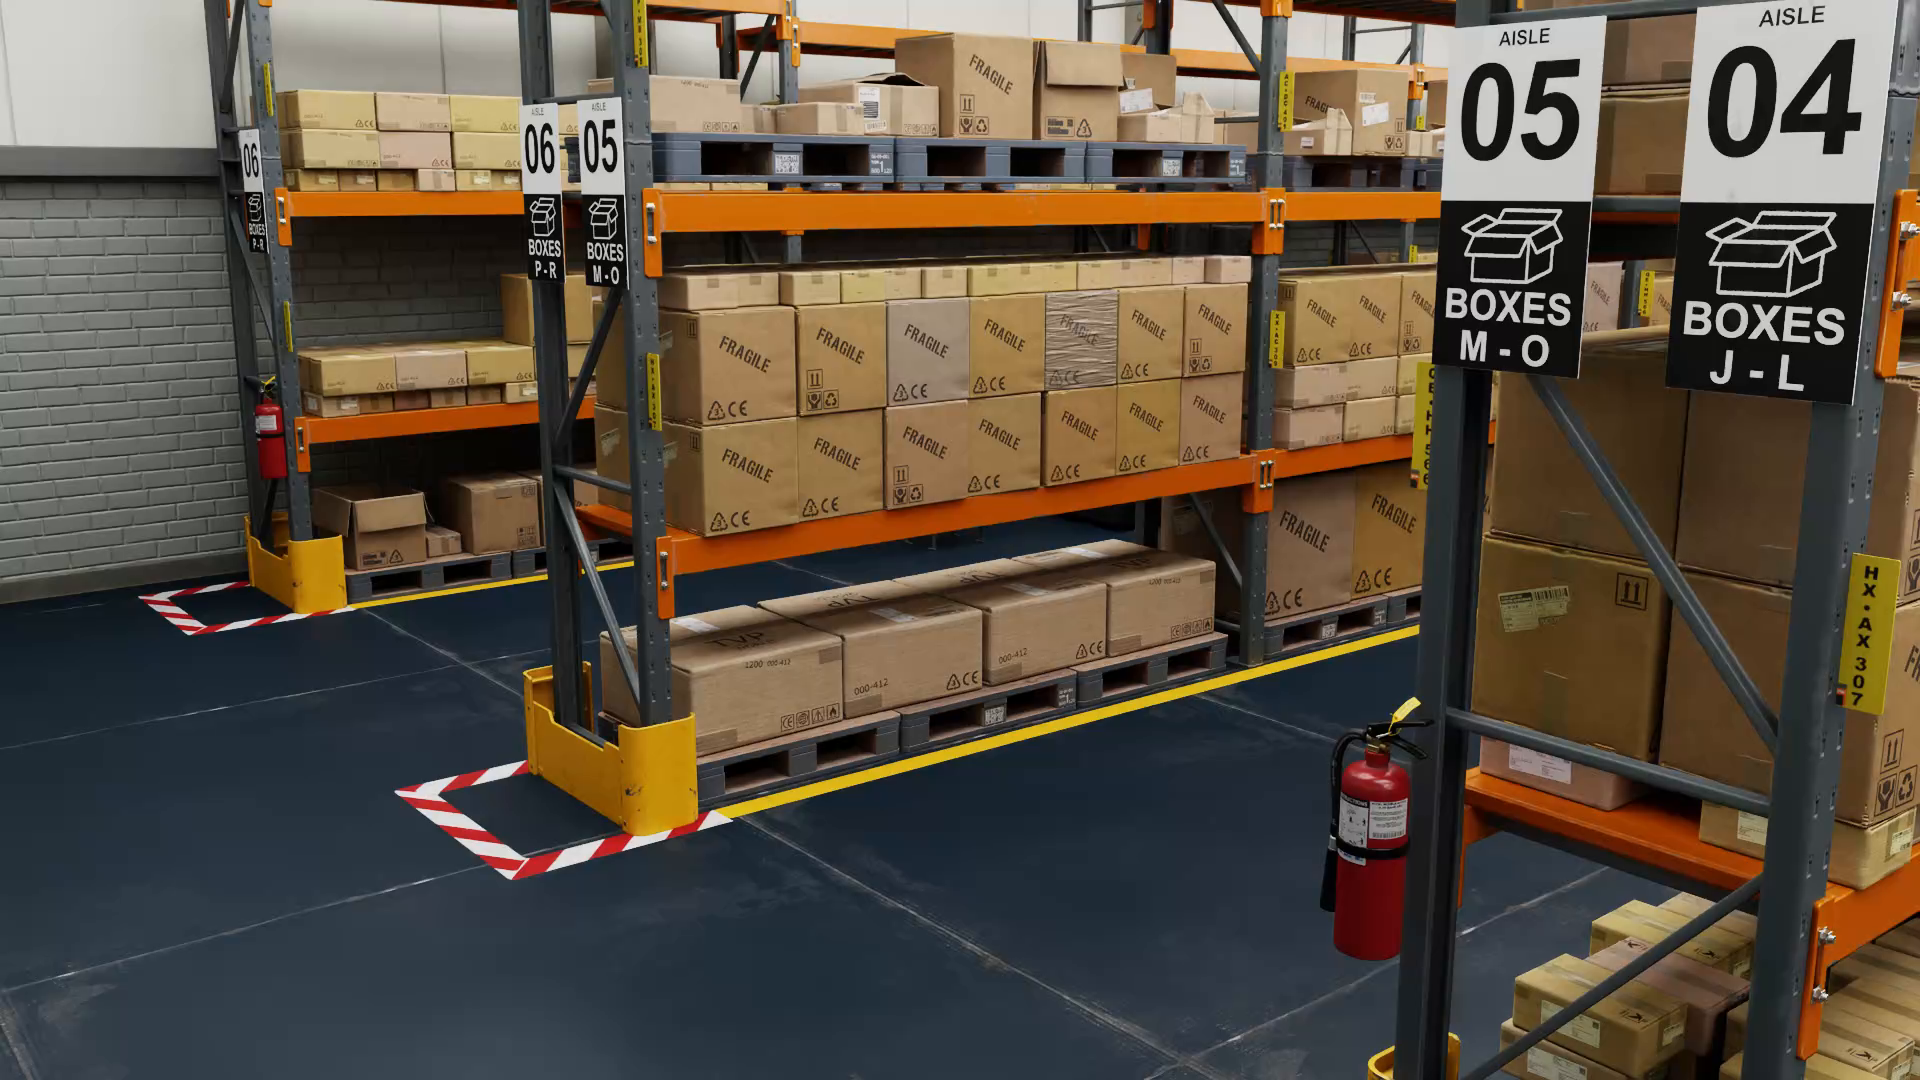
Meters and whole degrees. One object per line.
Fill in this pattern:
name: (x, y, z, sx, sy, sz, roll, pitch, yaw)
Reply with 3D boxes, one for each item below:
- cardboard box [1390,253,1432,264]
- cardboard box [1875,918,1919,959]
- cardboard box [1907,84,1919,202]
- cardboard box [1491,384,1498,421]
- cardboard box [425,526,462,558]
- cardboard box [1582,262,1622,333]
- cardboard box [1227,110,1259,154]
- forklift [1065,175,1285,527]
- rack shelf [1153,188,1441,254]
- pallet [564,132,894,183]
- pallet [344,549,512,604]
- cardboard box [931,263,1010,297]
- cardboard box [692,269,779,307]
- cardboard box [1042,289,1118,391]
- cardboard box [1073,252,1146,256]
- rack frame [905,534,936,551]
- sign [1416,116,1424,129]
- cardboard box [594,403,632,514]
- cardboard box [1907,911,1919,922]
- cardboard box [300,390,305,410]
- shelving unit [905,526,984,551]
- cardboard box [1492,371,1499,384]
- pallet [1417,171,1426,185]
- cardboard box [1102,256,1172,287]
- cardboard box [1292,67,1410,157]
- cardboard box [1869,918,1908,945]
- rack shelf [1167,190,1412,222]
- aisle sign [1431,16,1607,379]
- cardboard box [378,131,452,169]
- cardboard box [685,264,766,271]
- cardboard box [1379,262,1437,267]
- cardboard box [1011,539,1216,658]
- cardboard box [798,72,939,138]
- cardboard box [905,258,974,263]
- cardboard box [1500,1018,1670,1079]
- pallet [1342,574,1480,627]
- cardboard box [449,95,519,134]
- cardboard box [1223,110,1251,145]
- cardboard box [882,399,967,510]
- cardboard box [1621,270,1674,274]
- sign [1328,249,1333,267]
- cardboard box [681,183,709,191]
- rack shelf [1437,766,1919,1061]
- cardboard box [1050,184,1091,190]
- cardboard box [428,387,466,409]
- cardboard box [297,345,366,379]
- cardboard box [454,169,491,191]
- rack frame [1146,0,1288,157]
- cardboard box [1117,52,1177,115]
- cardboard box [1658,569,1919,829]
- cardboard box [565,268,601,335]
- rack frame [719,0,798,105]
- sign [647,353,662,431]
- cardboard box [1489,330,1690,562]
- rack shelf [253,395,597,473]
cardboard box: (5.050, -3.128, 18.619, 0.250, 0.149, 0.380, -9, 15, -37)
cardboard box: (2.924, 1.266, 4.863, 0.250, 0.149, 0.380, -9, 15, -35)
cardboard box: (2.031, -0.882, 3.701, 0.500, 0.250, 0.500, -9, 15, -36)
cardboard box: (3.571, -0.987, 11.415, 0.500, 0.250, 0.500, -10, 15, -38)
cardboard box: (-3.861, 0.010, 12.210, 0.250, 0.149, 0.380, -10, 16, -40)
cardboard box: (4.356, -1.728, 11.896, 0.500, 0.500, 0.500, -10, 16, -39)
cardboard box: (2.030, -2.558, 10.435, 0.500, 0.311, 0.500, -9, 15, -38)
forklift: (2.167, -1.767, 14.893, 3.031, 2.935, 1.130, -9, 15, -38)
rack shelf: (3.035, -2.155, 11.067, 4.000, 0.370, 1.077, -9, 15, -38)
pallet: (-1.078, -1.783, 7.796, 1.213, 0.211, 1.003, -9, 15, -38)
pallet: (-4.073, 0.185, 12.251, 1.213, 0.211, 1.003, -9, 15, -38)
cardboard box: (0.037, -1.312, 8.377, 0.250, 0.149, 0.380, -10, 16, -39)
cardboard box: (-1.040, -1.163, 7.676, 0.250, 0.149, 0.380, -9, 15, -36)
cardboard box: (0.484, -1.080, 8.846, 0.500, 0.500, 0.500, -9, 15, -37)
cardboard box: (0.874, -1.601, 9.737, 0.250, 0.149, 0.380, -9, 15, -37)
rack frame: (-0.320, -0.974, 13.160, 0.015, 2.100, 0.400, -9, 15, -38)
sign: (4.963, -4.410, 17.953, 0.005, 0.325, 0.100, -9, 15, -38)
cardboard box: (-1.439, -0.416, 8.124, 0.500, 0.500, 0.500, -9, 15, -37)
cardboard box: (3.173, 1.222, 5.789, 0.250, 0.149, 0.380, -10, 15, -38)
cardboard box: (-4.663, -1.029, 11.860, 0.250, 0.149, 0.380, -10, 15, -38)
shelving unit: (-0.129, -1.006, 13.310, 0.503, 2.100, 0.431, -9, 15, -38)
cardboard box: (3.592, -1.230, 11.355, 0.500, 0.250, 0.500, -10, 16, -39)
pallet: (5.266, -4.162, 18.998, 1.213, 0.211, 1.003, -9, 15, -38)
cardboard box: (0.957, -1.497, 9.246, 0.250, 0.149, 0.380, -9, 15, -38)
cardboard box: (2.342, -2.569, 10.033, 0.500, 0.500, 0.500, -10, 15, -39)
cardboard box: (2.823, 1.156, 5.384, 0.250, 0.149, 0.380, -10, 16, -40)
rack shelf: (3.054, -3.479, 17.301, 4.000, 0.370, 1.077, -9, 15, -38)
aisle sign: (1.276, -0.782, 3.833, 0.004, 0.787, 0.394, -9, 15, -38)
cardboard box: (-3.853, -2.688, 11.488, 0.500, 0.250, 0.500, -9, 15, -37)
cardboard box: (-1.163, -1.280, 8.224, 0.250, 0.149, 0.380, -10, 15, -38)
cardboard box: (3.264, -1.682, 11.682, 0.500, 0.500, 0.500, -9, 15, -36)
cardboard box: (0.916, 0.332, 10.003, 0.875, 0.438, 0.875, -10, 15, -38)
cardboard box: (-0.450, -2.125, 8.158, 0.500, 0.311, 0.500, -9, 15, -37)
cardboard box: (-0.137, -1.442, 8.989, 0.250, 0.149, 0.380, -9, 15, -37)
cardboard box: (1.755, 1.457, 4.680, 0.250, 0.149, 0.380, -10, 16, -39)
pallet: (2.982, 0.312, 11.650, 1.213, 0.211, 1.003, -9, 15, -38)
cardboard box: (-3.458, -2.997, 11.741, 0.500, 0.250, 0.500, -10, 15, -39)
cardboard box: (2.542, -4.011, 16.581, 0.500, 0.500, 0.700, -10, 15, -39)
cardboard box: (-0.310, -0.459, 8.329, 0.500, 0.500, 0.500, -10, 15, -38)
cardboard box: (5.568, -1.938, 13.565, 0.500, 0.500, 0.500, -11, 16, -41)
sign: (4.268, -3.175, 19.084, 0.005, 0.325, 0.100, -9, 15, -38)
cardboard box: (-2.135, -2.770, 12.835, 0.250, 0.149, 0.380, -9, 15, -36)
rack shelf: (3.083, 0.621, 5.215, 4.000, 0.370, 1.077, -9, 15, -38)
cardboard box: (0.852, -3.326, 15.212, 0.500, 0.250, 0.500, -9, 15, -37)
cardboard box: (-3.737, -1.044, 11.930, 0.250, 0.149, 0.380, -9, 15, -36)
cardboard box: (-4.561, -1.241, 11.895, 0.500, 0.250, 0.500, -9, 15, -36)
cardboard box: (-3.502, -2.533, 11.722, 0.250, 0.149, 0.380, -9, 15, -38)
rack frame: (1.473, -3.715, 9.459, 0.127, 3.000, 1.000, -9, 15, -38)
cardboard box: (0.883, -2.509, 9.507, 0.500, 0.500, 0.500, -9, 15, -37)
cardboard box: (2.044, 0.321, 3.940, 0.500, 0.500, 0.500, -9, 15, -35)
cardboard box: (-2.960, -1.874, 13.071, 0.500, 0.500, 0.500, -10, 16, -39)
rack frame: (-1.631, -4.519, 13.248, 0.127, 3.000, 1.000, -9, 15, -38)
sign: (-1.308, -0.633, 7.112, 0.005, 0.325, 0.100, -9, 15, -38)
cardboard box: (1.723, -0.255, 4.243, 0.500, 0.500, 0.500, -10, 15, -39)
rack shelf: (-3.192, -0.973, 12.723, 4.000, 0.370, 1.077, -9, 15, -38)
